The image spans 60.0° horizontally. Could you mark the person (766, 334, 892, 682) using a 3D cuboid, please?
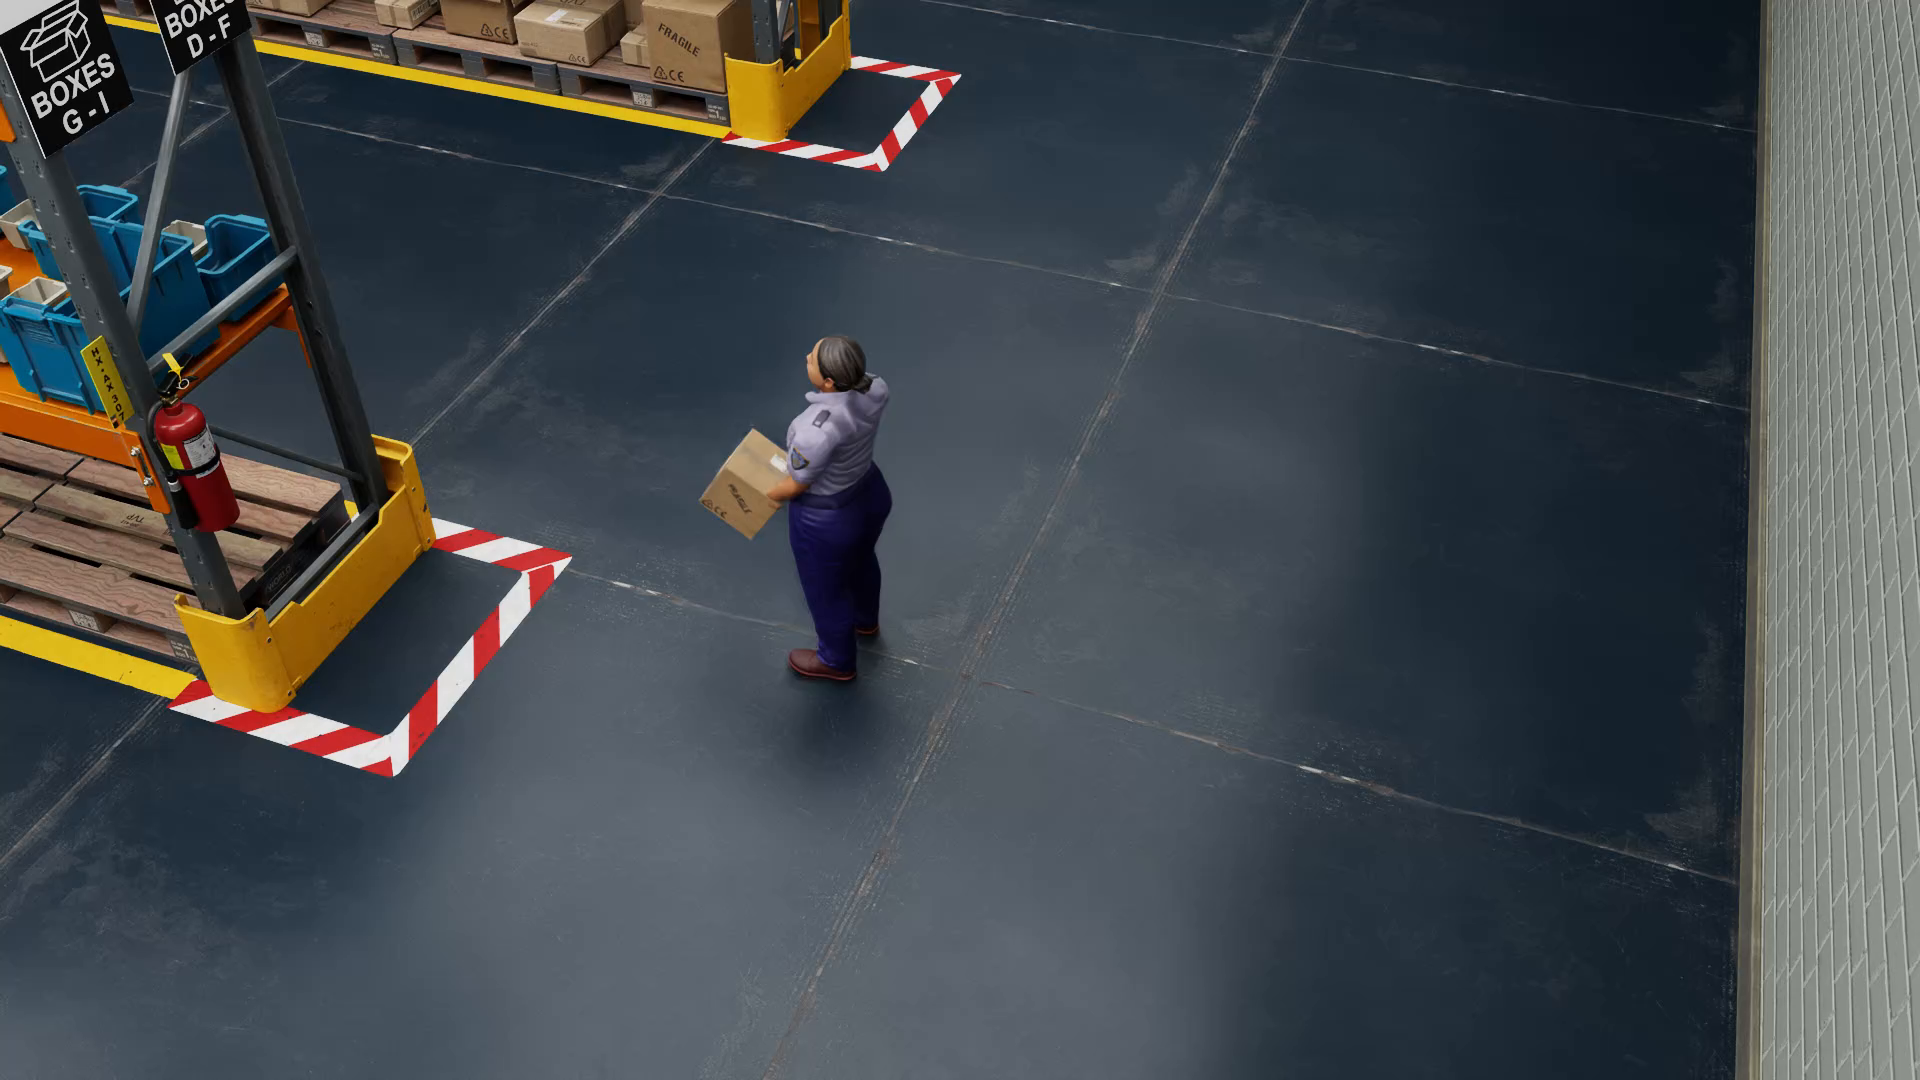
[{"bbox_3d":[-0.507,-0.138,6.322,0.474,1.650,0.503,23,47,24],"label":"person"}]
